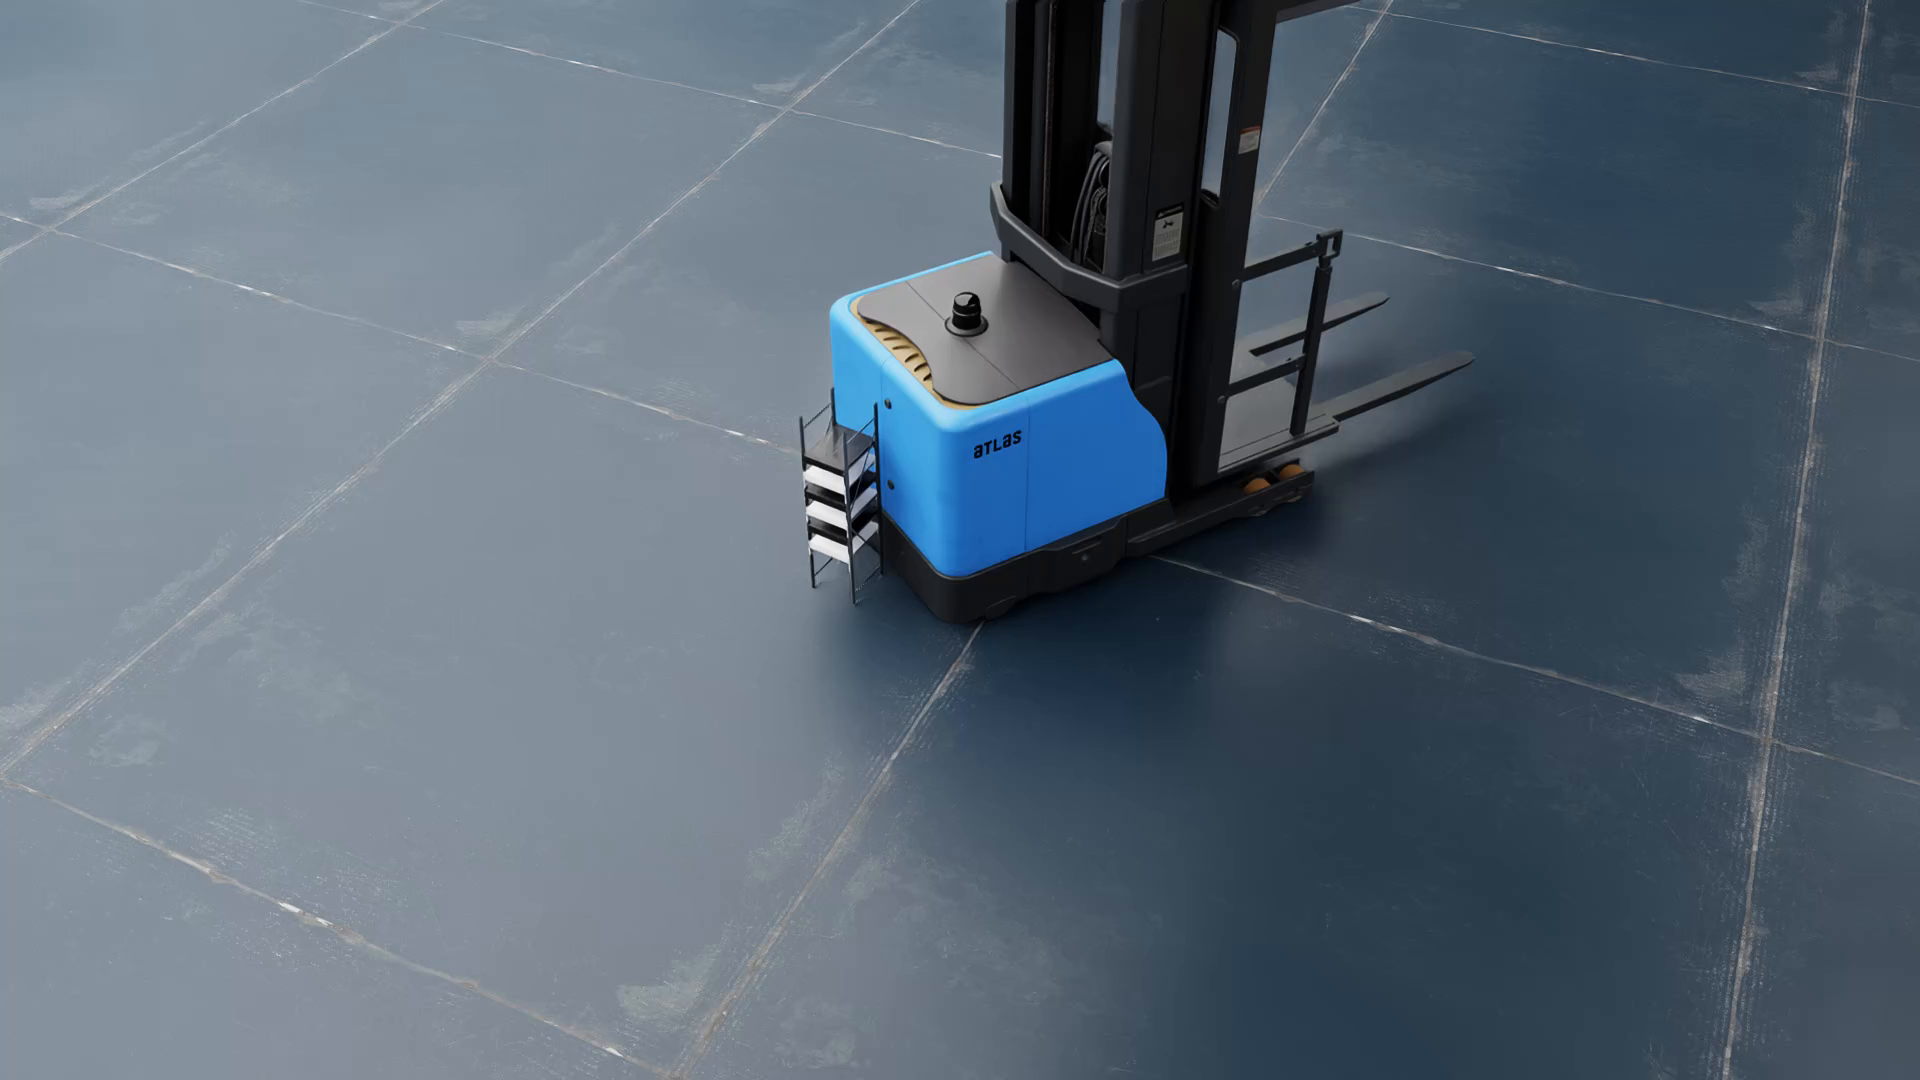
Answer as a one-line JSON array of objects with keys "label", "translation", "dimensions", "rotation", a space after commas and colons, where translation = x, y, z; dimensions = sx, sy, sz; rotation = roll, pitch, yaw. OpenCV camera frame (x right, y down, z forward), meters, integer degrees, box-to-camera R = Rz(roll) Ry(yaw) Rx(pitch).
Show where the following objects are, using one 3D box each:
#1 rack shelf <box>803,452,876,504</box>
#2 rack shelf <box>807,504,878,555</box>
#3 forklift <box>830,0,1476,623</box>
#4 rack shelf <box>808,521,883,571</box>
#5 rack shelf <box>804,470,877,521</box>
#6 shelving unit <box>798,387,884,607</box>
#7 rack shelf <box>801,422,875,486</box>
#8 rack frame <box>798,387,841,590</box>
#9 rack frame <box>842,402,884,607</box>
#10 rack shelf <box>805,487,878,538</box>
[{"label": "rack shelf", "translation": [-0.473, -0.275, 6.656], "dimensions": [0.200, 0.077, 0.258], "rotation": [21, 45, 23]}, {"label": "rack shelf", "translation": [-0.473, -0.071, 6.833], "dimensions": [0.200, 0.077, 0.258], "rotation": [21, 45, 23]}, {"label": "forklift", "translation": [0.986, -1.491, 6.732], "dimensions": [3.031, 2.935, 1.130], "rotation": [-21, 45, -23]}, {"label": "rack shelf", "translation": [-0.473, -0.003, 6.892], "dimensions": [0.200, 0.077, 0.258], "rotation": [21, 45, 23]}, {"label": "rack shelf", "translation": [-0.473, -0.207, 6.715], "dimensions": [0.200, 0.077, 0.258], "rotation": [21, 45, 23]}, {"label": "shelving unit", "translation": [-0.473, -0.164, 6.753], "dimensions": [0.210, 0.900, 0.258], "rotation": [21, 45, 23]}, {"label": "rack shelf", "translation": [-0.473, -0.343, 6.597], "dimensions": [0.200, 0.077, 0.258], "rotation": [21, 45, 23]}, {"label": "rack frame", "translation": [-0.561, -0.198, 6.792], "dimensions": [0.006, 0.900, 0.240], "rotation": [21, 45, 23]}, {"label": "rack frame", "translation": [-0.386, -0.130, 6.713], "dimensions": [0.006, 0.900, 0.240], "rotation": [21, 45, 23]}, {"label": "rack shelf", "translation": [-0.473, -0.139, 6.774], "dimensions": [0.200, 0.077, 0.258], "rotation": [21, 45, 23]}]
